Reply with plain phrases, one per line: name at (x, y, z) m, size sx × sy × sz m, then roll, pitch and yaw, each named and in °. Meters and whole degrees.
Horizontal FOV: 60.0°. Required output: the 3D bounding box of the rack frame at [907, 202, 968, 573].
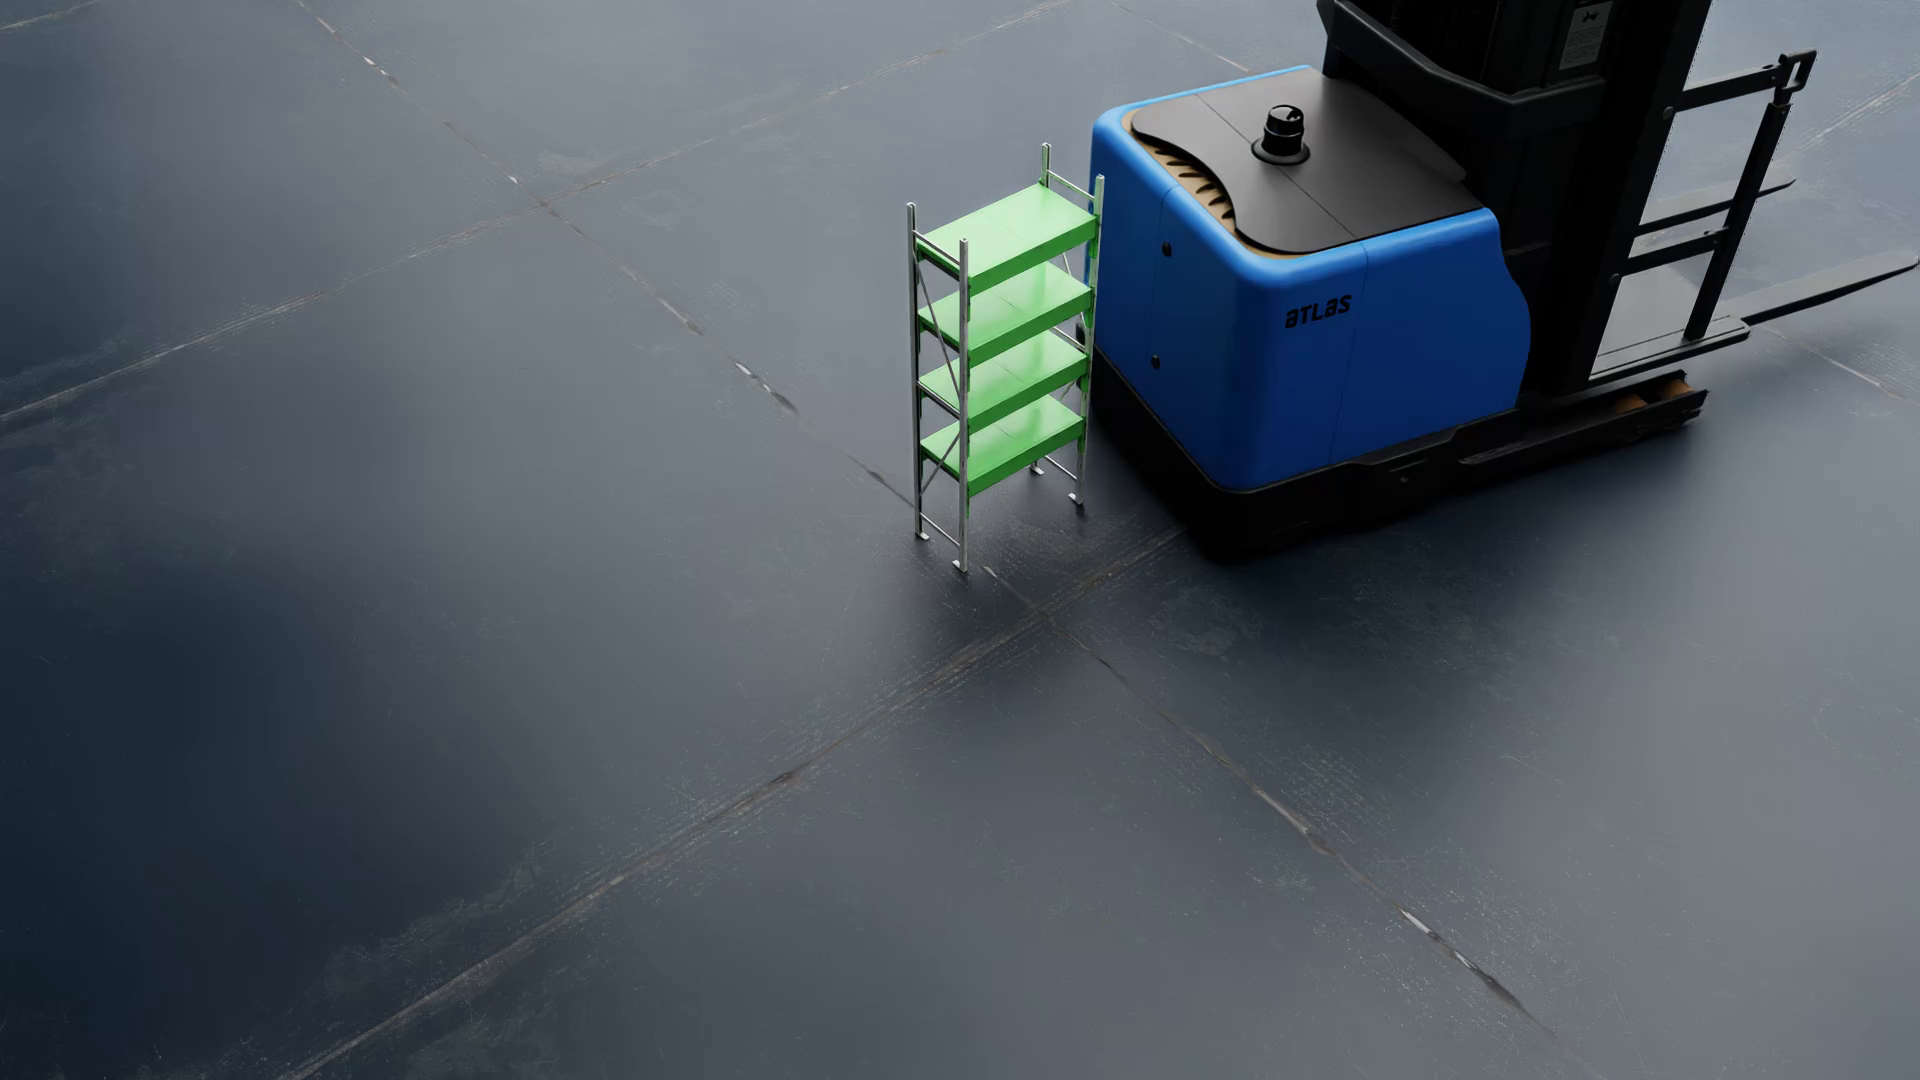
rack frame at (-0.060, -0.403, 4.803) m, size 0.015 × 1.200 × 0.240 m, roll -30°, pitch 51°, yaw -28°

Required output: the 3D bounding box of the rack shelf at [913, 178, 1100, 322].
rack shelf at (0.127, -0.813, 4.632) m, size 0.480 × 0.148 × 0.258 m, roll -30°, pitch 51°, yaw -28°

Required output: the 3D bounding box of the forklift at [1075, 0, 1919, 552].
forklift at (1.954, -1.705, 4.925) m, size 3.031 × 2.935 × 1.130 m, roll -17°, pitch 46°, yaw -17°

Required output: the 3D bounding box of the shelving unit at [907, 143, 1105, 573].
shelving unit at (0.127, -0.510, 4.917) m, size 0.503 × 1.200 × 0.258 m, roll -30°, pitch 51°, yaw -28°

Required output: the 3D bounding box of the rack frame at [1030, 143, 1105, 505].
rack frame at (0.314, -0.617, 5.031) m, size 0.015 × 1.200 × 0.240 m, roll -30°, pitch 51°, yaw -28°

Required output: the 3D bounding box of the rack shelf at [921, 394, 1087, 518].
rack shelf at (0.127, -0.289, 5.125) m, size 0.480 × 0.148 × 0.258 m, roll -30°, pitch 51°, yaw -28°

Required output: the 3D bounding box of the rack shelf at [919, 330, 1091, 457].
rack shelf at (0.127, -0.463, 4.960) m, size 0.480 × 0.148 × 0.258 m, roll -30°, pitch 51°, yaw -28°

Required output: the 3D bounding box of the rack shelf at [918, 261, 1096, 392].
rack shelf at (0.127, -0.638, 4.796) m, size 0.480 × 0.148 × 0.258 m, roll -30°, pitch 51°, yaw -28°
